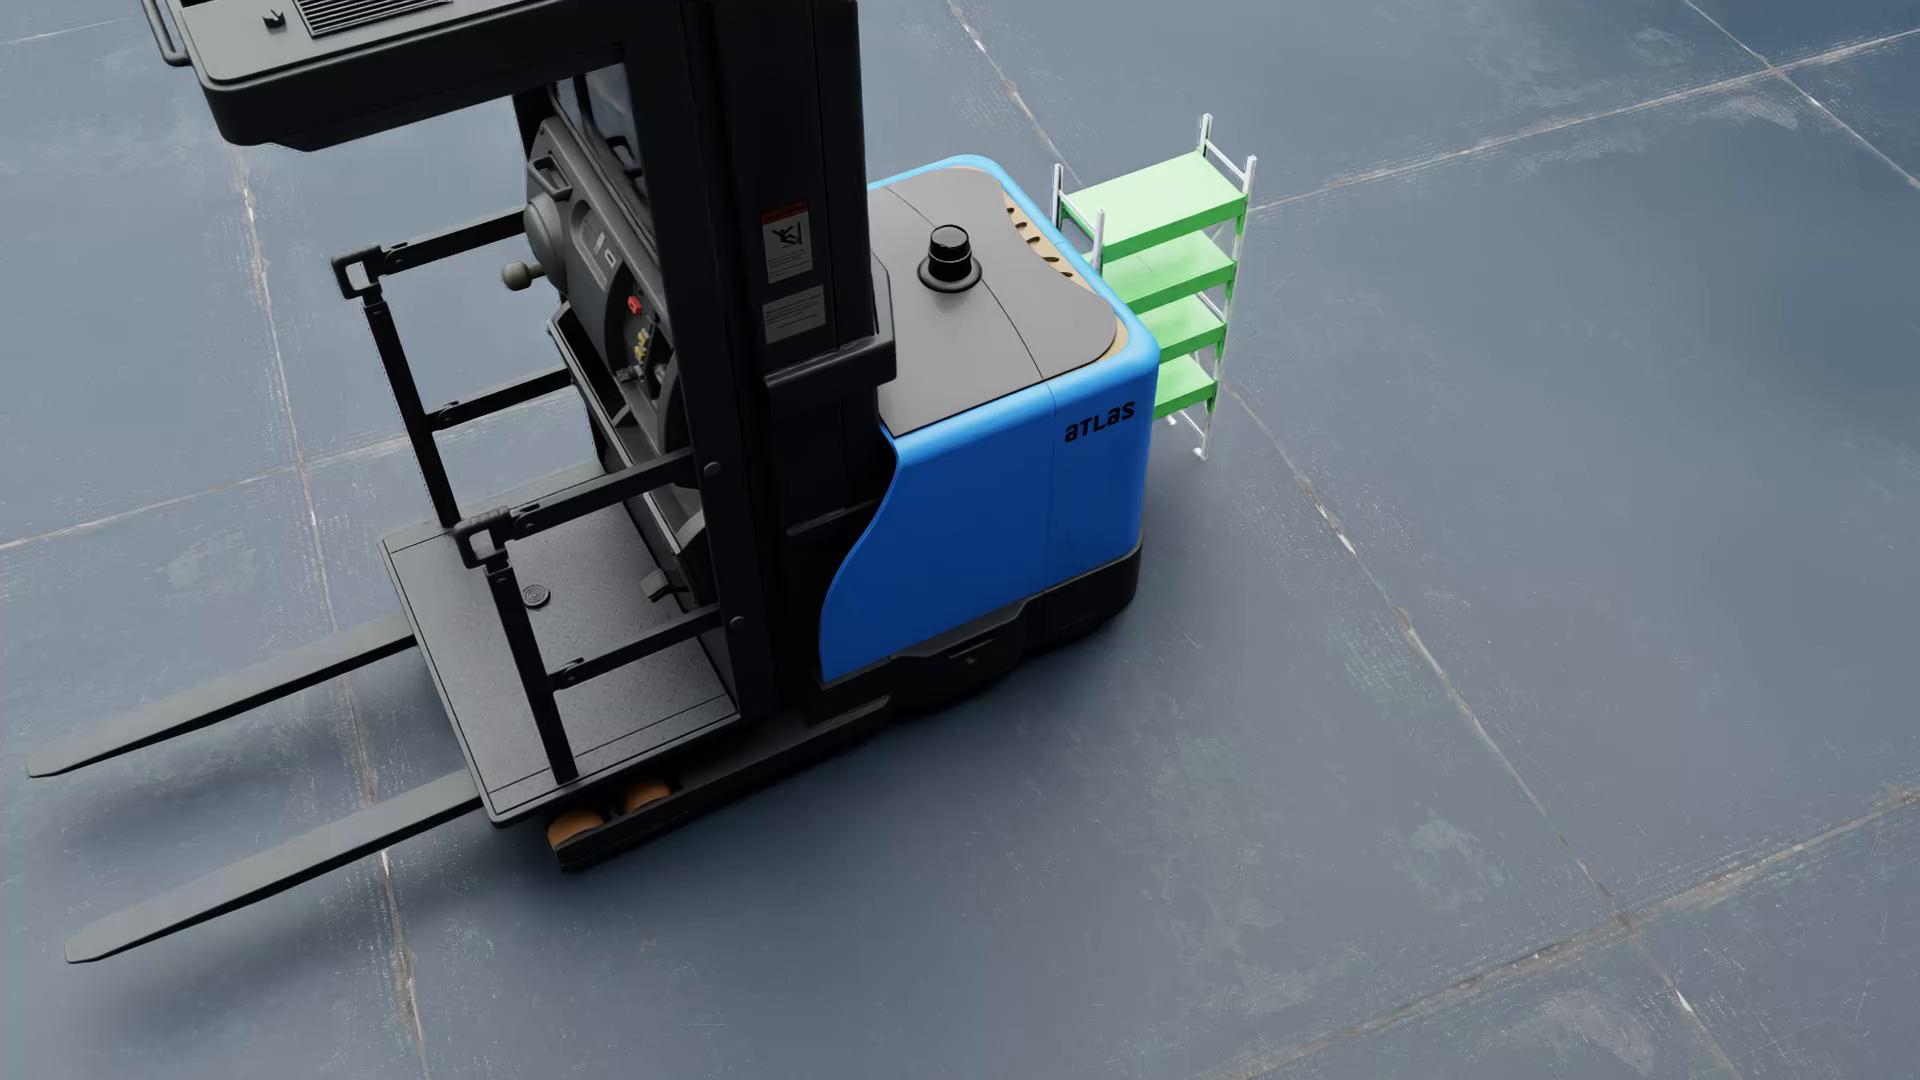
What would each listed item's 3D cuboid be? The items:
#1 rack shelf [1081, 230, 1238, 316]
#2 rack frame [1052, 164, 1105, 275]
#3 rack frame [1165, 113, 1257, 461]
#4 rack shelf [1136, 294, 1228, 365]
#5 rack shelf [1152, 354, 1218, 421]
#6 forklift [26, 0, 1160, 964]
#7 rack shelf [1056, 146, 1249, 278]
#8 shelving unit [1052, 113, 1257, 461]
[{"bbox_3d":[0.537,-0.761,4.880,0.480,0.148,0.258,-22,53,-18],"label":"rack shelf"},{"bbox_3d":[0.323,-0.558,4.938,0.015,1.200,0.240,-22,53,-18],"label":"rack frame"},{"bbox_3d":[0.752,-0.734,5.089,0.015,1.200,0.240,-22,53,-18],"label":"rack frame"},{"bbox_3d":[0.537,-0.604,5.062,0.480,0.148,0.258,-22,53,-18],"label":"rack shelf"},{"bbox_3d":[0.537,-0.448,5.245,0.480,0.148,0.258,-22,53,-18],"label":"rack shelf"},{"bbox_3d":[-1.010,-0.542,3.783,3.031,2.935,1.130,-22,53,-18],"label":"forklift"},{"bbox_3d":[0.537,-0.917,4.698,0.480,0.148,0.258,-22,53,-18],"label":"rack shelf"},{"bbox_3d":[0.537,-0.646,5.014,0.503,1.200,0.258,-22,53,-18],"label":"shelving unit"}]
